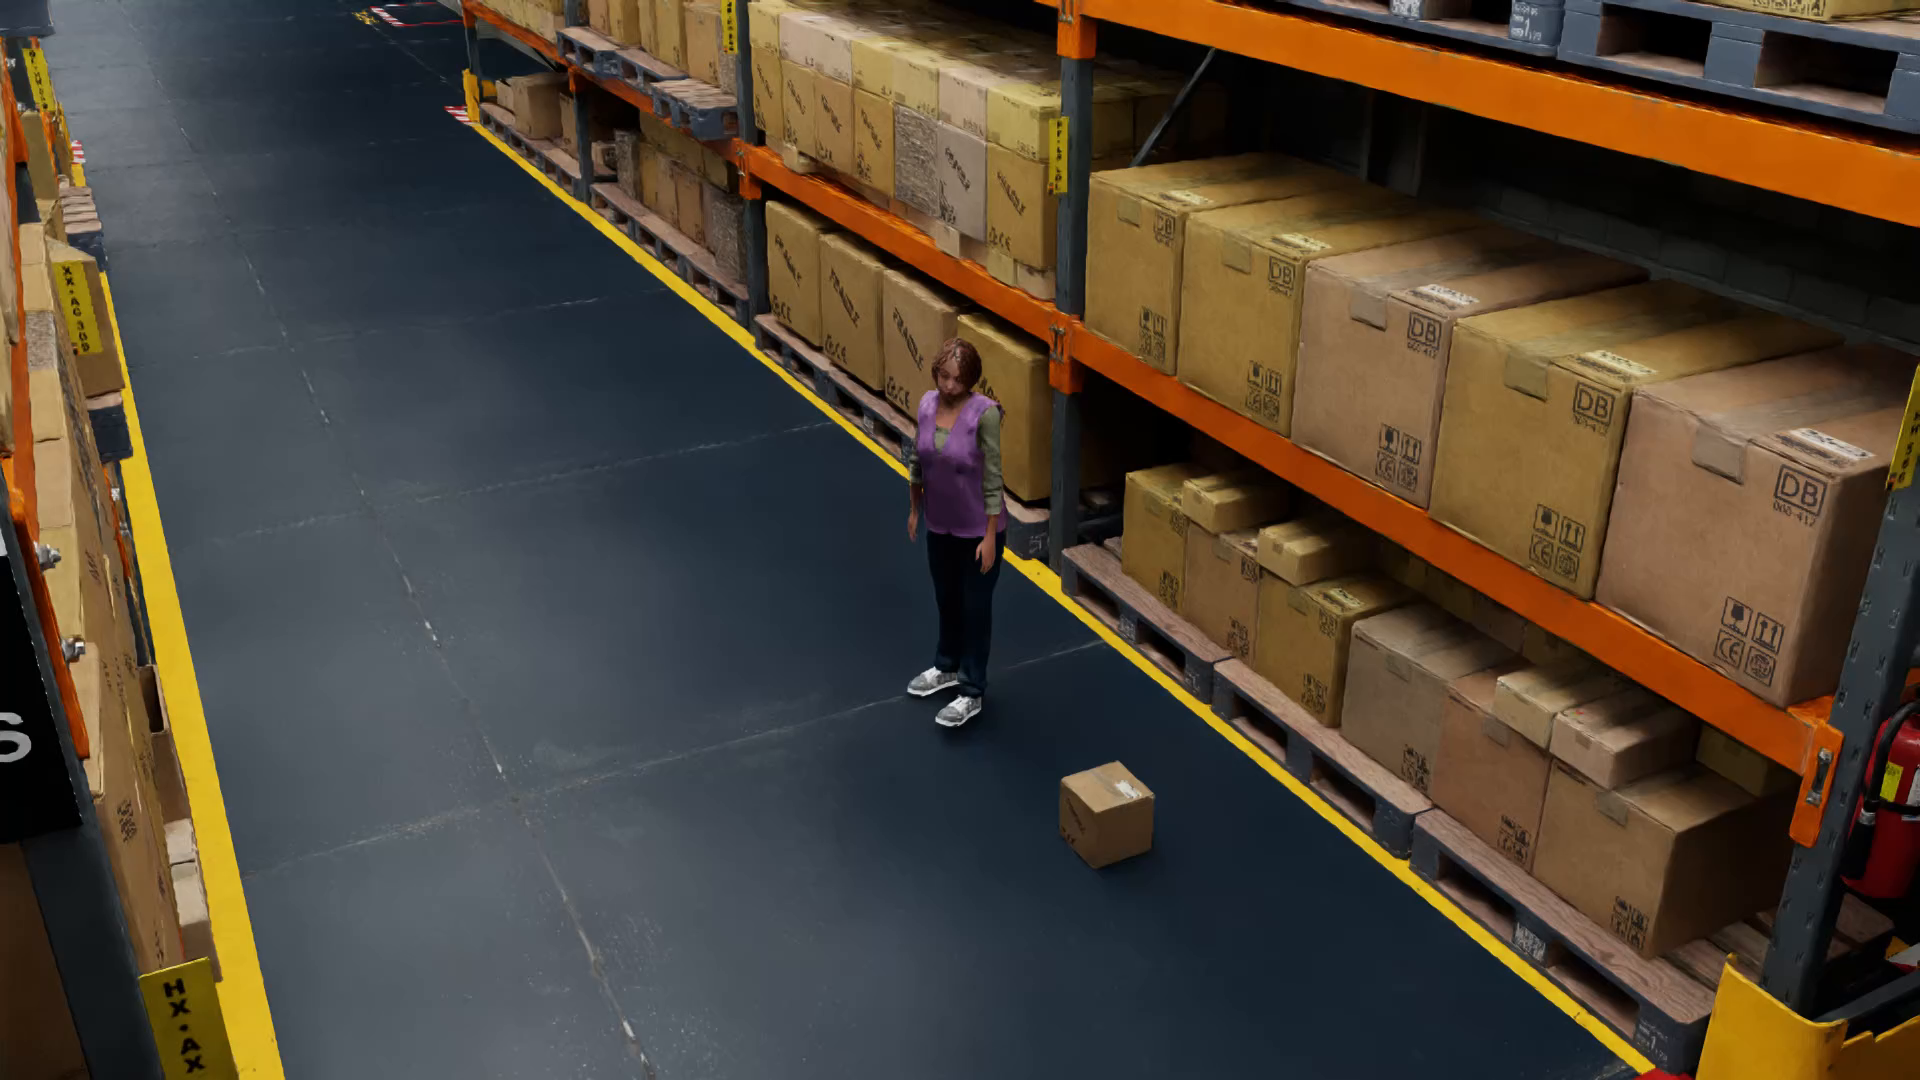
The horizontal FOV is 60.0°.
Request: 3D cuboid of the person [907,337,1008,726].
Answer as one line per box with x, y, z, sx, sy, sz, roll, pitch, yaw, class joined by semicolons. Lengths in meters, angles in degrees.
-0.055;-0.024;6.643;0.482;1.589;0.467;16;30;30;person
